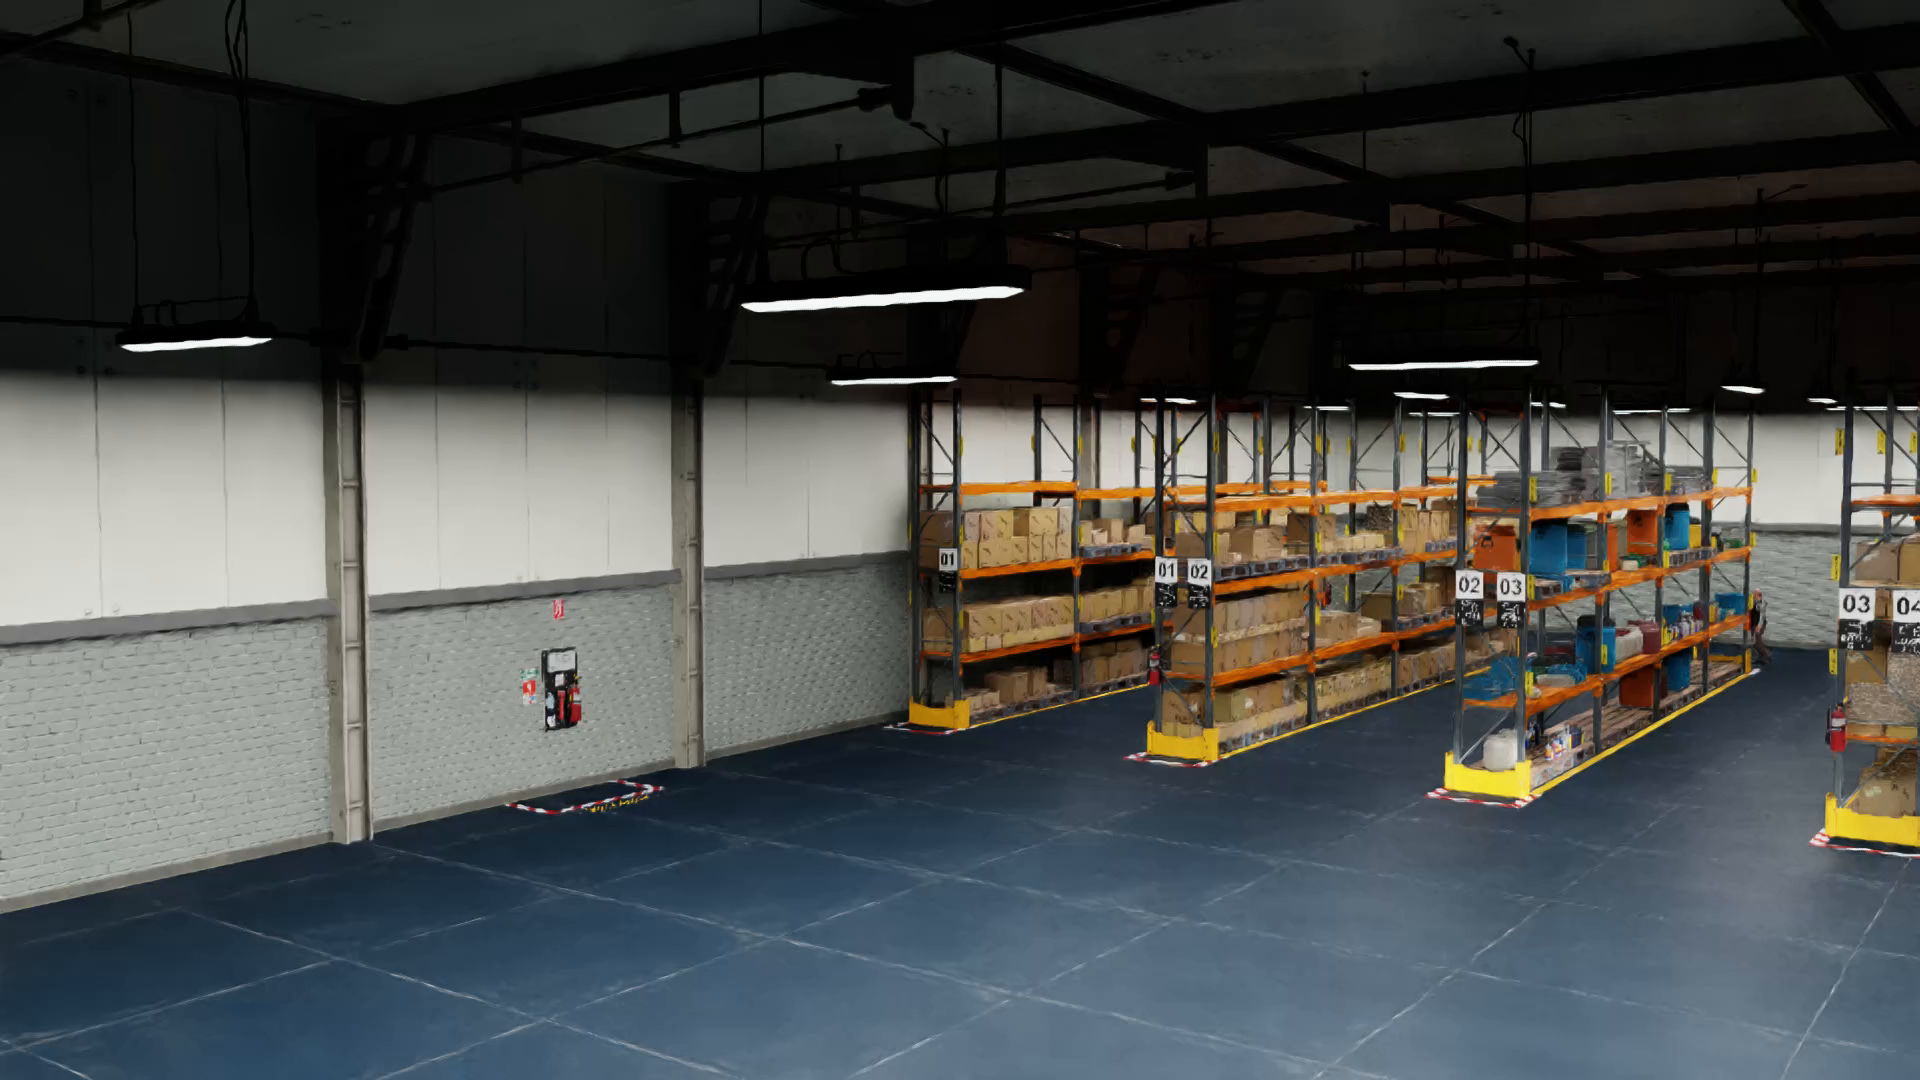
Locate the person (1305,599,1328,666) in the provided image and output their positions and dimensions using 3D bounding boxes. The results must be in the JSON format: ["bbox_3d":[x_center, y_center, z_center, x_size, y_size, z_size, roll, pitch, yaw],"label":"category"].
[{"bbox_3d":[7.986,2.094,37.187,0.625,1.596,0.510,2,4,33],"label":"person"}]

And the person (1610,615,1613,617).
[{"bbox_3d":[13.238,2.138,34.383,0.670,1.783,0.583,-2,4,-31],"label":"person"}]

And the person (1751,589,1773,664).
[{"bbox_3d":[18.269,1.973,37.931,0.471,1.712,0.690,0,3,7],"label":"person"}]
